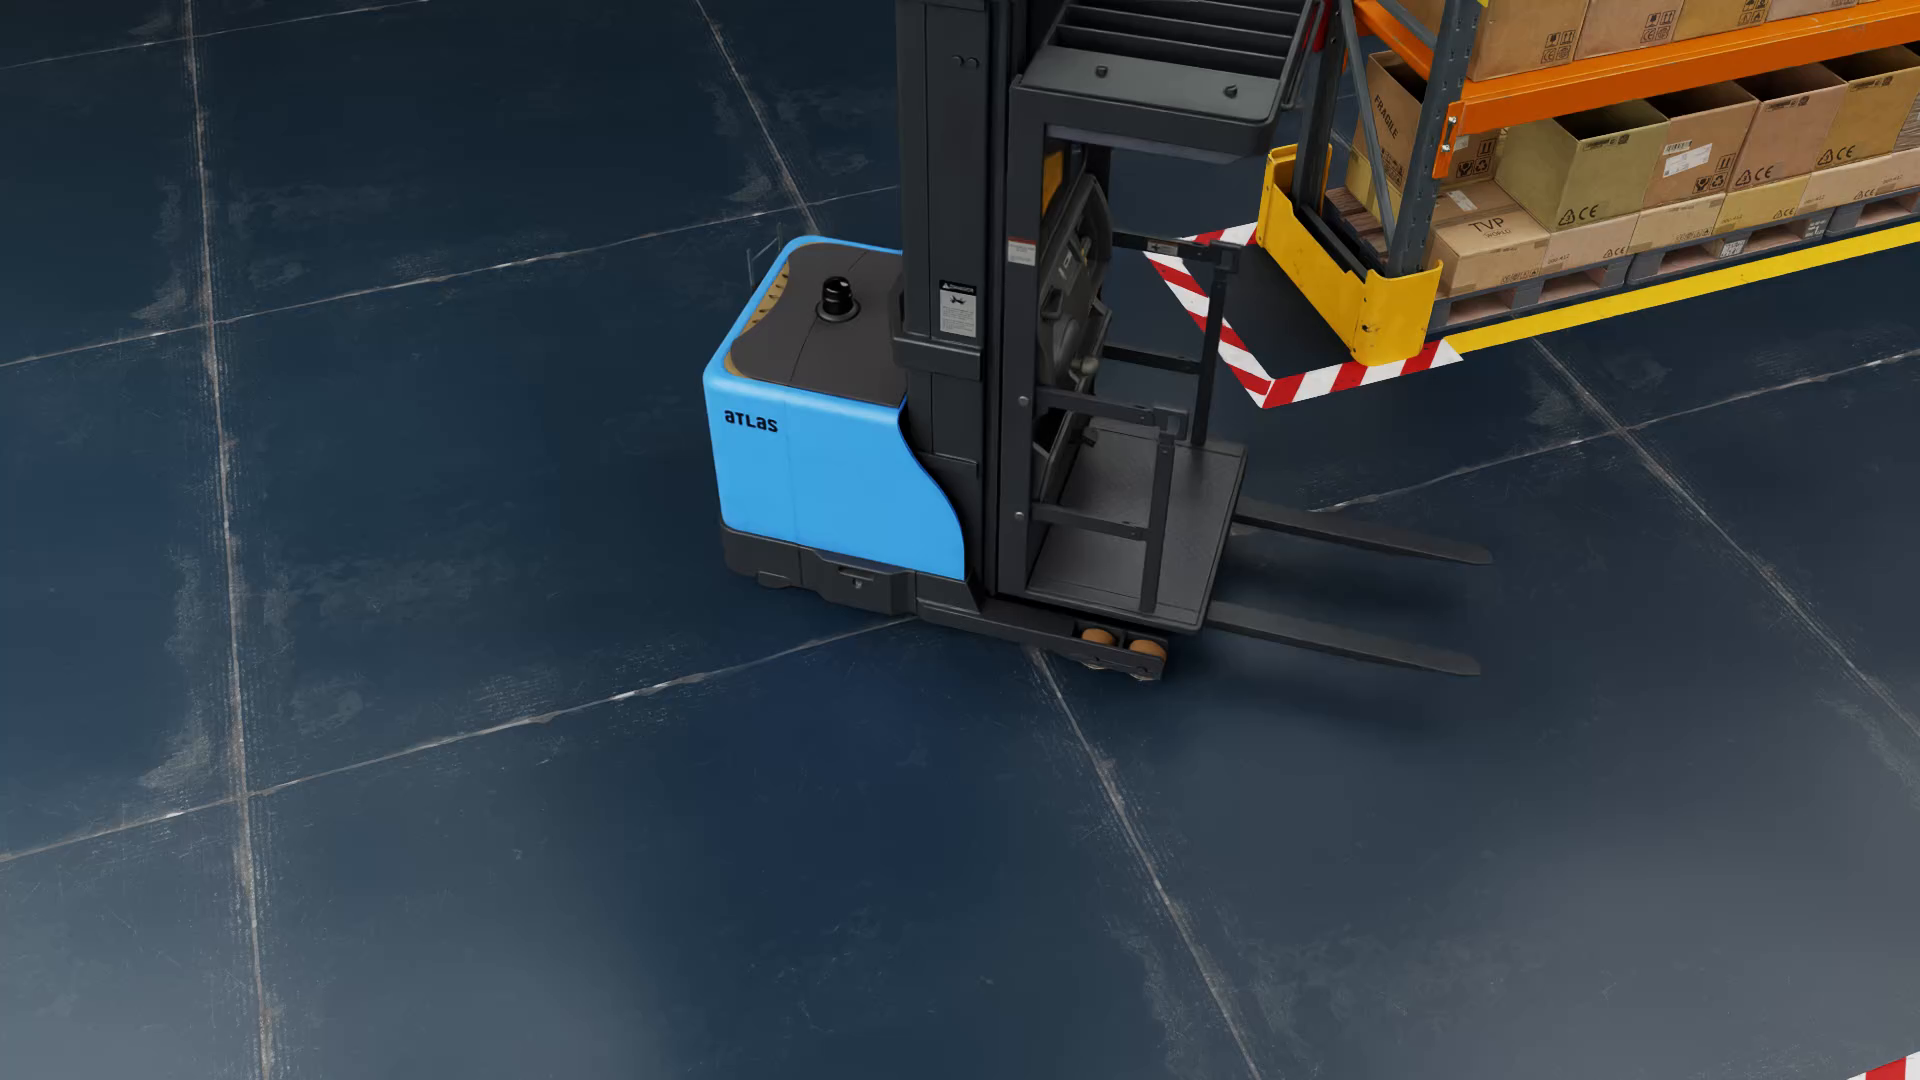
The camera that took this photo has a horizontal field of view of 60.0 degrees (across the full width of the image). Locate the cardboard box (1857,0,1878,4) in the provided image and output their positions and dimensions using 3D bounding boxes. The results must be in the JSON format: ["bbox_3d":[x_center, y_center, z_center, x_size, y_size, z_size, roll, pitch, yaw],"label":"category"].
[{"bbox_3d":[4.274,-2.941,7.802,0.500,0.500,0.700,-14,47,-13],"label":"cardboard box"}]

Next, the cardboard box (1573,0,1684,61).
[{"bbox_3d":[2.830,-2.572,7.434,0.500,0.500,0.700,-13,47,-13],"label":"cardboard box"}]

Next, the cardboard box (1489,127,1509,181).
[{"bbox_3d":[2.764,-1.935,8.515,0.500,0.250,0.500,-14,47,-14],"label":"cardboard box"}]

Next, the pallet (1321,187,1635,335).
[{"bbox_3d":[2.599,-1.531,8.436,1.213,0.211,1.003,-14,47,-14],"label":"pallet"}]

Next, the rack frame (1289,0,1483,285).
[{"bbox_3d":[1.894,-2.304,7.237,0.127,3.000,1.000,-14,47,-14],"label":"rack frame"}]

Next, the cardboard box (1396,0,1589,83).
[{"bbox_3d":[2.338,-2.443,7.305,0.500,0.500,0.700,-14,47,-14],"label":"cardboard box"}]

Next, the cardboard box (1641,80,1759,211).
[{"bbox_3d":[3.410,-1.977,8.027,0.500,0.500,0.500,-14,47,-14],"label":"cardboard box"}]

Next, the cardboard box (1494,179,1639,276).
[{"bbox_3d":[2.943,-1.585,8.166,0.500,0.250,0.500,-14,47,-14],"label":"cardboard box"}]

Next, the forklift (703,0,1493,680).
[{"bbox_3d":[0.599,-0.909,5.896,3.031,2.935,1.130,12,46,12],"label":"forklift"}]

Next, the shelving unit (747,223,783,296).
[{"bbox_3d":[-0.746,-0.937,7.358,0.210,0.900,0.258,23,49,21],"label":"shelving unit"}]

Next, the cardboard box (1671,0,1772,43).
[{"bbox_3d":[3.299,-2.688,7.550,0.500,0.500,0.700,-14,47,-14],"label":"cardboard box"}]

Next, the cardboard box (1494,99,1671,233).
[{"bbox_3d":[2.944,-1.848,7.899,0.500,0.500,0.500,-14,47,-14],"label":"cardboard box"}]

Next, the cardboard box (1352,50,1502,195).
[{"bbox_3d":[2.298,-2.073,8.123,0.500,0.500,0.500,-14,47,-14],"label":"cardboard box"}]

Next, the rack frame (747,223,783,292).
[{"bbox_3d":[-0.833,-0.974,7.394,0.006,0.900,0.240,23,49,21],"label":"rack frame"}]

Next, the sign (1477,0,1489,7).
[{"bbox_3d":[2.077,-2.266,6.533,0.005,0.325,0.100,-14,47,-14],"label":"sign"}]

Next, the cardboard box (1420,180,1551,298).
[{"bbox_3d":[2.474,-1.462,8.043,0.500,0.250,0.500,-14,47,-14],"label":"cardboard box"}]

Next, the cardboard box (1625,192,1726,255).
[{"bbox_3d":[3.414,-1.705,8.285,0.500,0.250,0.500,-14,47,-14],"label":"cardboard box"}]

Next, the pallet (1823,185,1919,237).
[{"bbox_3d":[4.894,-2.118,9.021,1.213,0.211,1.003,-14,47,-14],"label":"pallet"}]

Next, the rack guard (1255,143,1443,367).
[{"bbox_3d":[1.872,-1.415,8.117,0.348,0.500,1.175,-14,47,-14],"label":"rack guard"}]

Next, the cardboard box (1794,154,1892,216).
[{"bbox_3d":[4.356,-1.942,8.522,0.500,0.250,0.500,-14,47,-14],"label":"cardboard box"}]

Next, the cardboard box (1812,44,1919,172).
[{"bbox_3d":[4.351,-2.215,8.265,0.500,0.500,0.500,-14,47,-14],"label":"cardboard box"}]

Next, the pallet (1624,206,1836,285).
[{"bbox_3d":[3.745,-1.822,8.726,1.213,0.211,1.003,-14,47,-14],"label":"pallet"}]

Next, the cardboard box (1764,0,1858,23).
[{"bbox_3d":[3.793,-2.817,7.678,0.500,0.500,0.700,-13,47,-13],"label":"cardboard box"}]

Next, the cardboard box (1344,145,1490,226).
[{"bbox_3d":[2.298,-1.807,8.387,0.500,0.250,0.500,-14,47,-14],"label":"cardboard box"}]

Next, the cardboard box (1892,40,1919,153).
[{"bbox_3d":[4.820,-2.338,8.387,0.500,0.500,0.500,-14,47,-14],"label":"cardboard box"}]

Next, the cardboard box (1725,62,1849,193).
[{"bbox_3d":[3.886,-2.086,8.136,0.500,0.500,0.500,-14,47,-14],"label":"cardboard box"}]

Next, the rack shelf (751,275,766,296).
[{"bbox_3d":[-0.746,-1.104,7.190,0.200,0.077,0.258,23,49,21],"label":"rack shelf"}]

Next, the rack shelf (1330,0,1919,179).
[{"bbox_3d":[3.775,-2.531,7.972,4.000,0.370,1.077,-14,47,-14],"label":"rack shelf"}]

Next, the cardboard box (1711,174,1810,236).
[{"bbox_3d":[3.886,-1.822,8.402,0.500,0.250,0.500,-14,47,-14],"label":"cardboard box"}]

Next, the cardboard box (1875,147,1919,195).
[{"bbox_3d":[4.821,-2.072,8.652,0.500,0.250,0.500,-14,47,-14],"label":"cardboard box"}]

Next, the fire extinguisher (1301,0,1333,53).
[{"bbox_3d":[1.625,-2.557,7.545,0.183,0.674,0.296,-14,47,-14],"label":"fire extinguisher"}]
